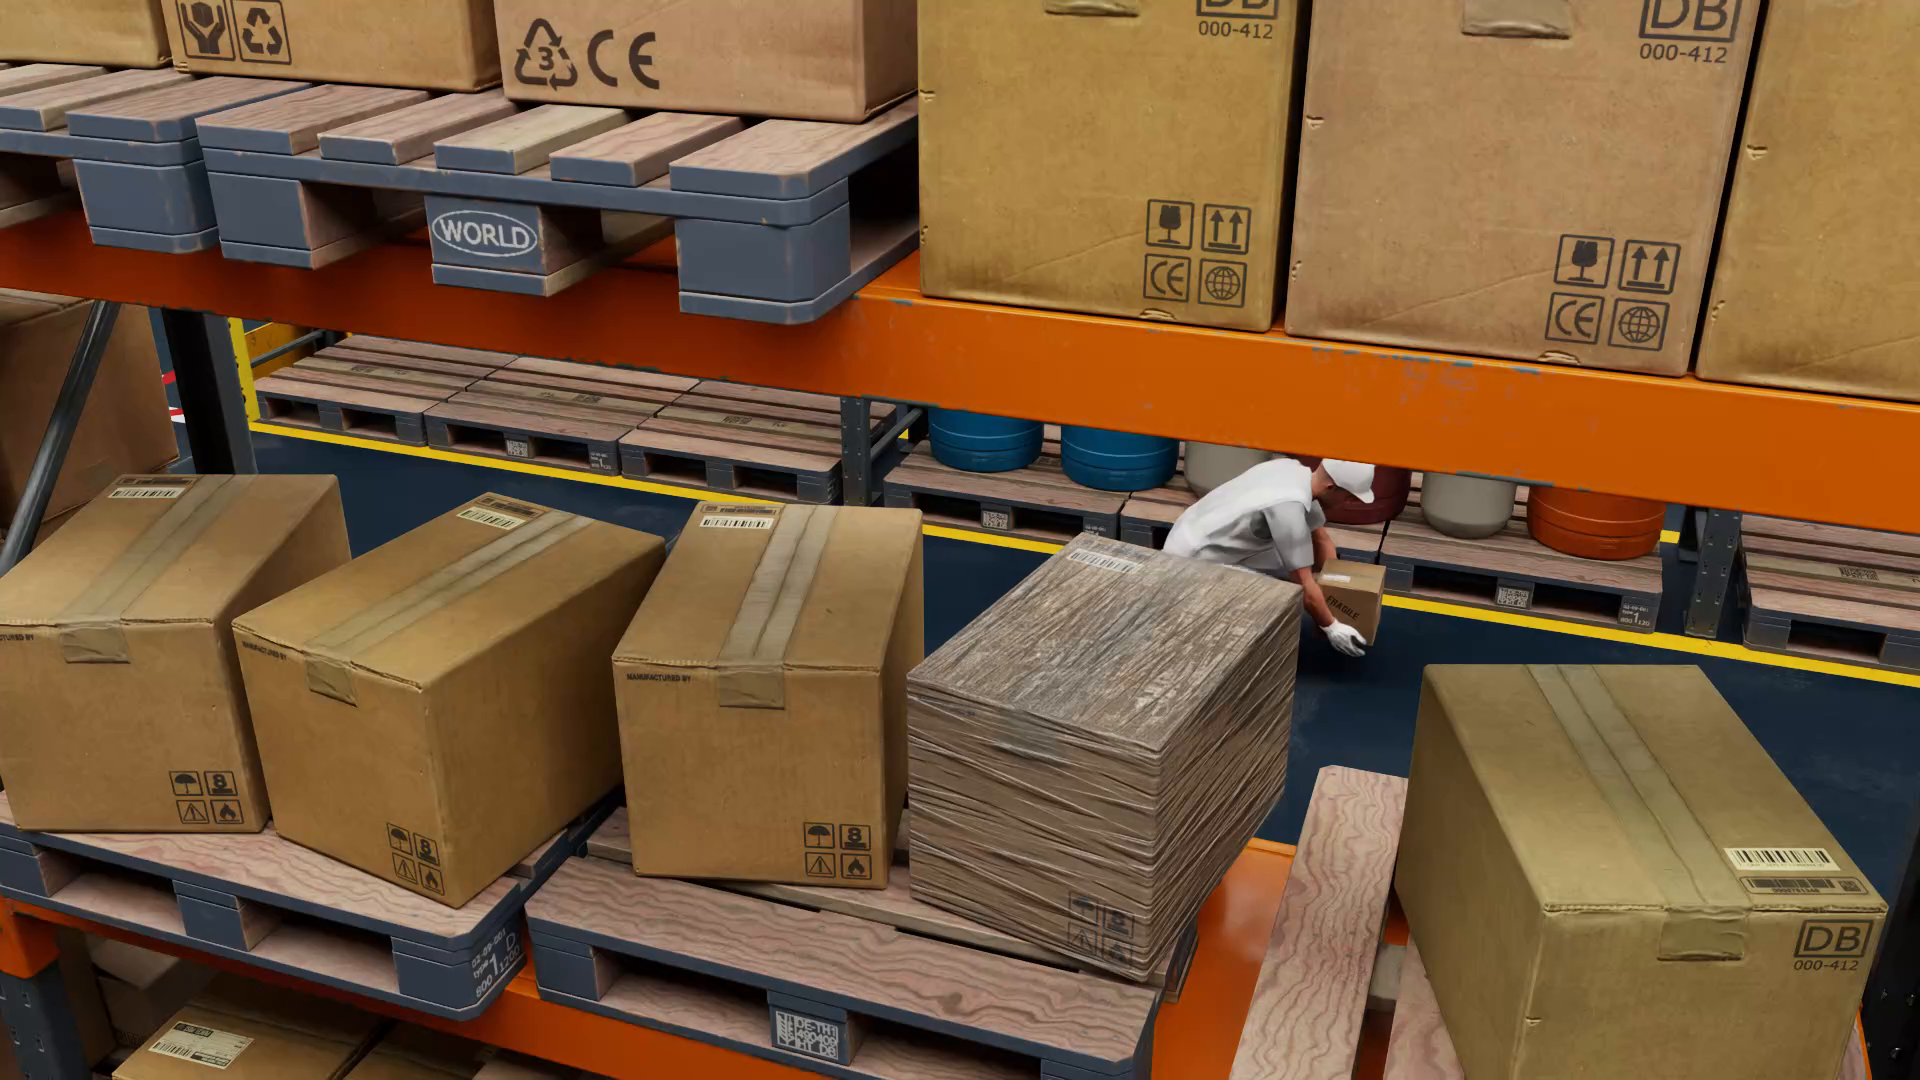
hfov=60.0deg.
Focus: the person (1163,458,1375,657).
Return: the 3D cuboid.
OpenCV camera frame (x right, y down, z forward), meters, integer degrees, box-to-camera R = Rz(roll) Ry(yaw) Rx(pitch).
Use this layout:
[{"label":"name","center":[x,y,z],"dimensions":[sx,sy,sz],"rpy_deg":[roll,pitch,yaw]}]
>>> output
[{"label":"person","center":[1.294,0.045,6.925],"dimensions":[0.884,0.990,0.569],"rpy_deg":[9,27,18]}]
